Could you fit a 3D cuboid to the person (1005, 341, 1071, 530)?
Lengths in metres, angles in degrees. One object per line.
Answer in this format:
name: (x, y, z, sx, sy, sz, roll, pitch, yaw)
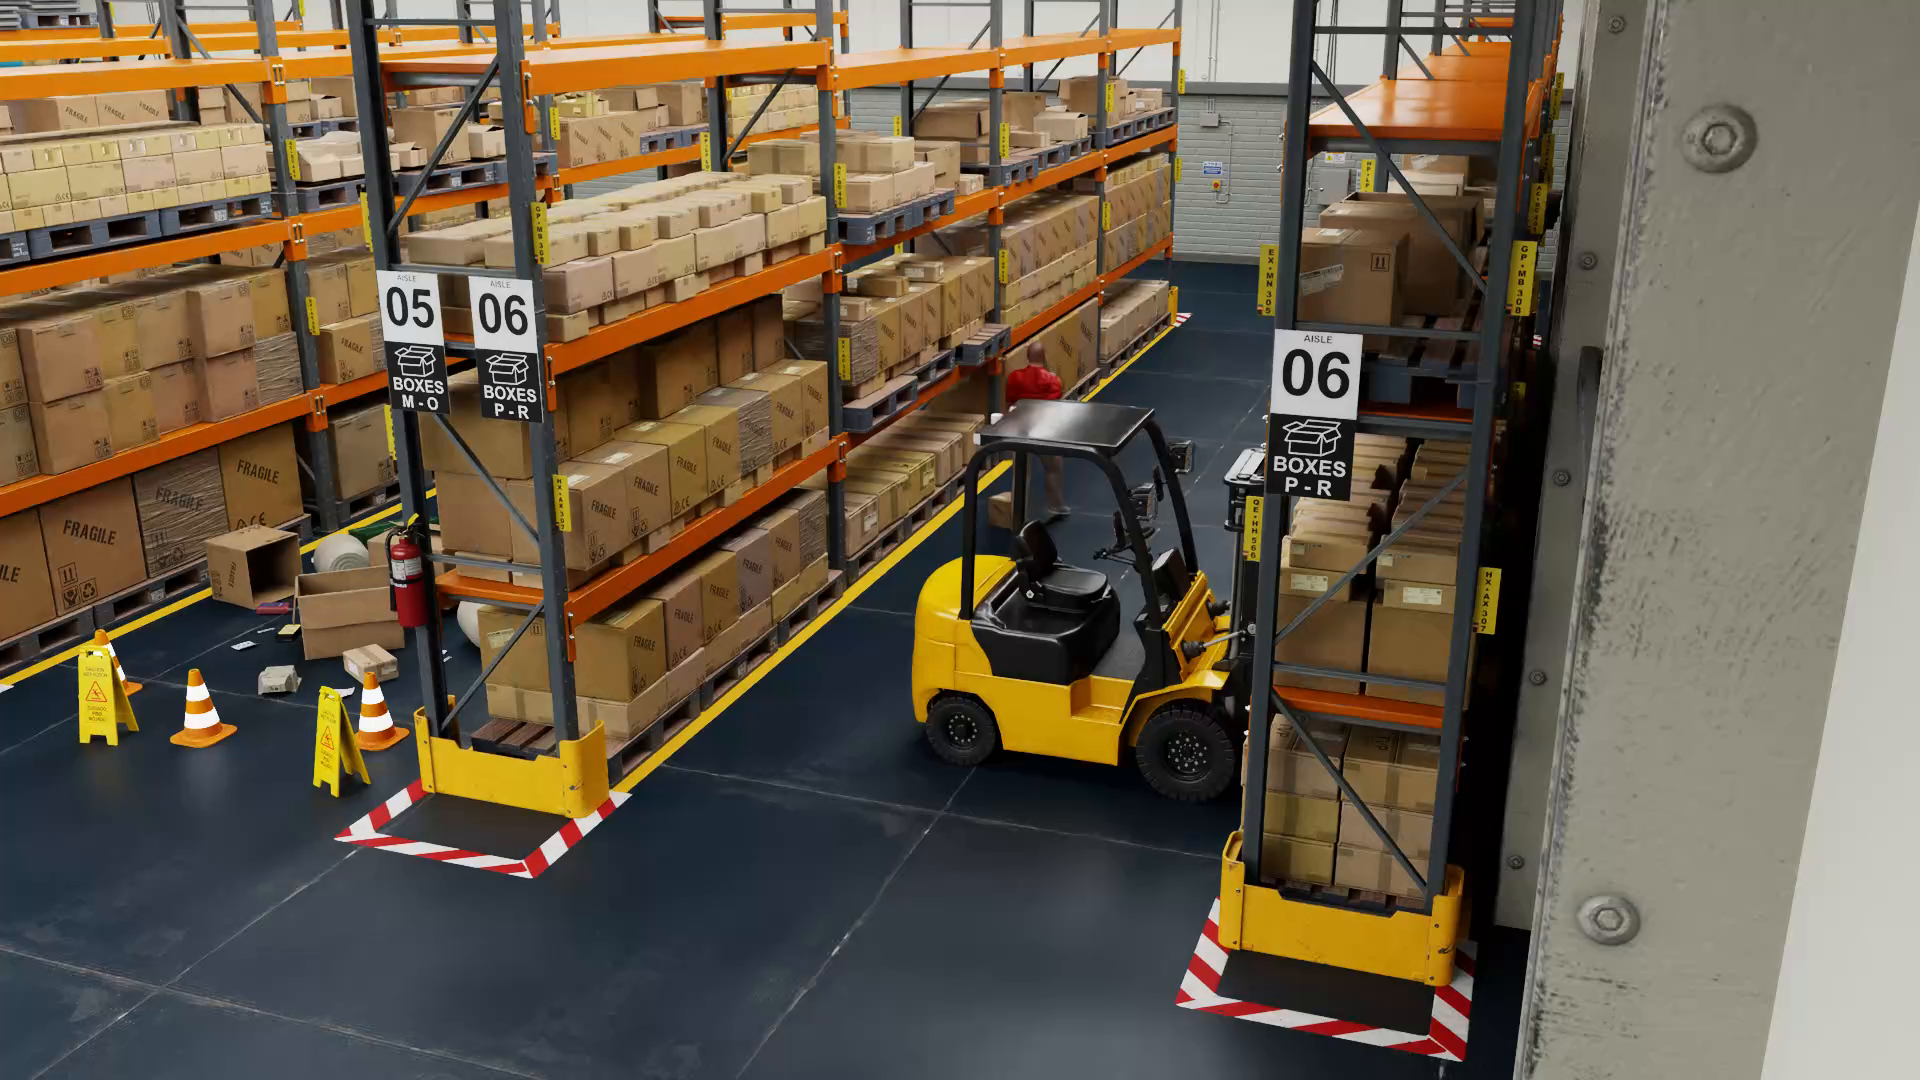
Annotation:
person: (0.696, -0.966, 14.957, 0.563, 1.708, 0.904, 6, 19, 17)
